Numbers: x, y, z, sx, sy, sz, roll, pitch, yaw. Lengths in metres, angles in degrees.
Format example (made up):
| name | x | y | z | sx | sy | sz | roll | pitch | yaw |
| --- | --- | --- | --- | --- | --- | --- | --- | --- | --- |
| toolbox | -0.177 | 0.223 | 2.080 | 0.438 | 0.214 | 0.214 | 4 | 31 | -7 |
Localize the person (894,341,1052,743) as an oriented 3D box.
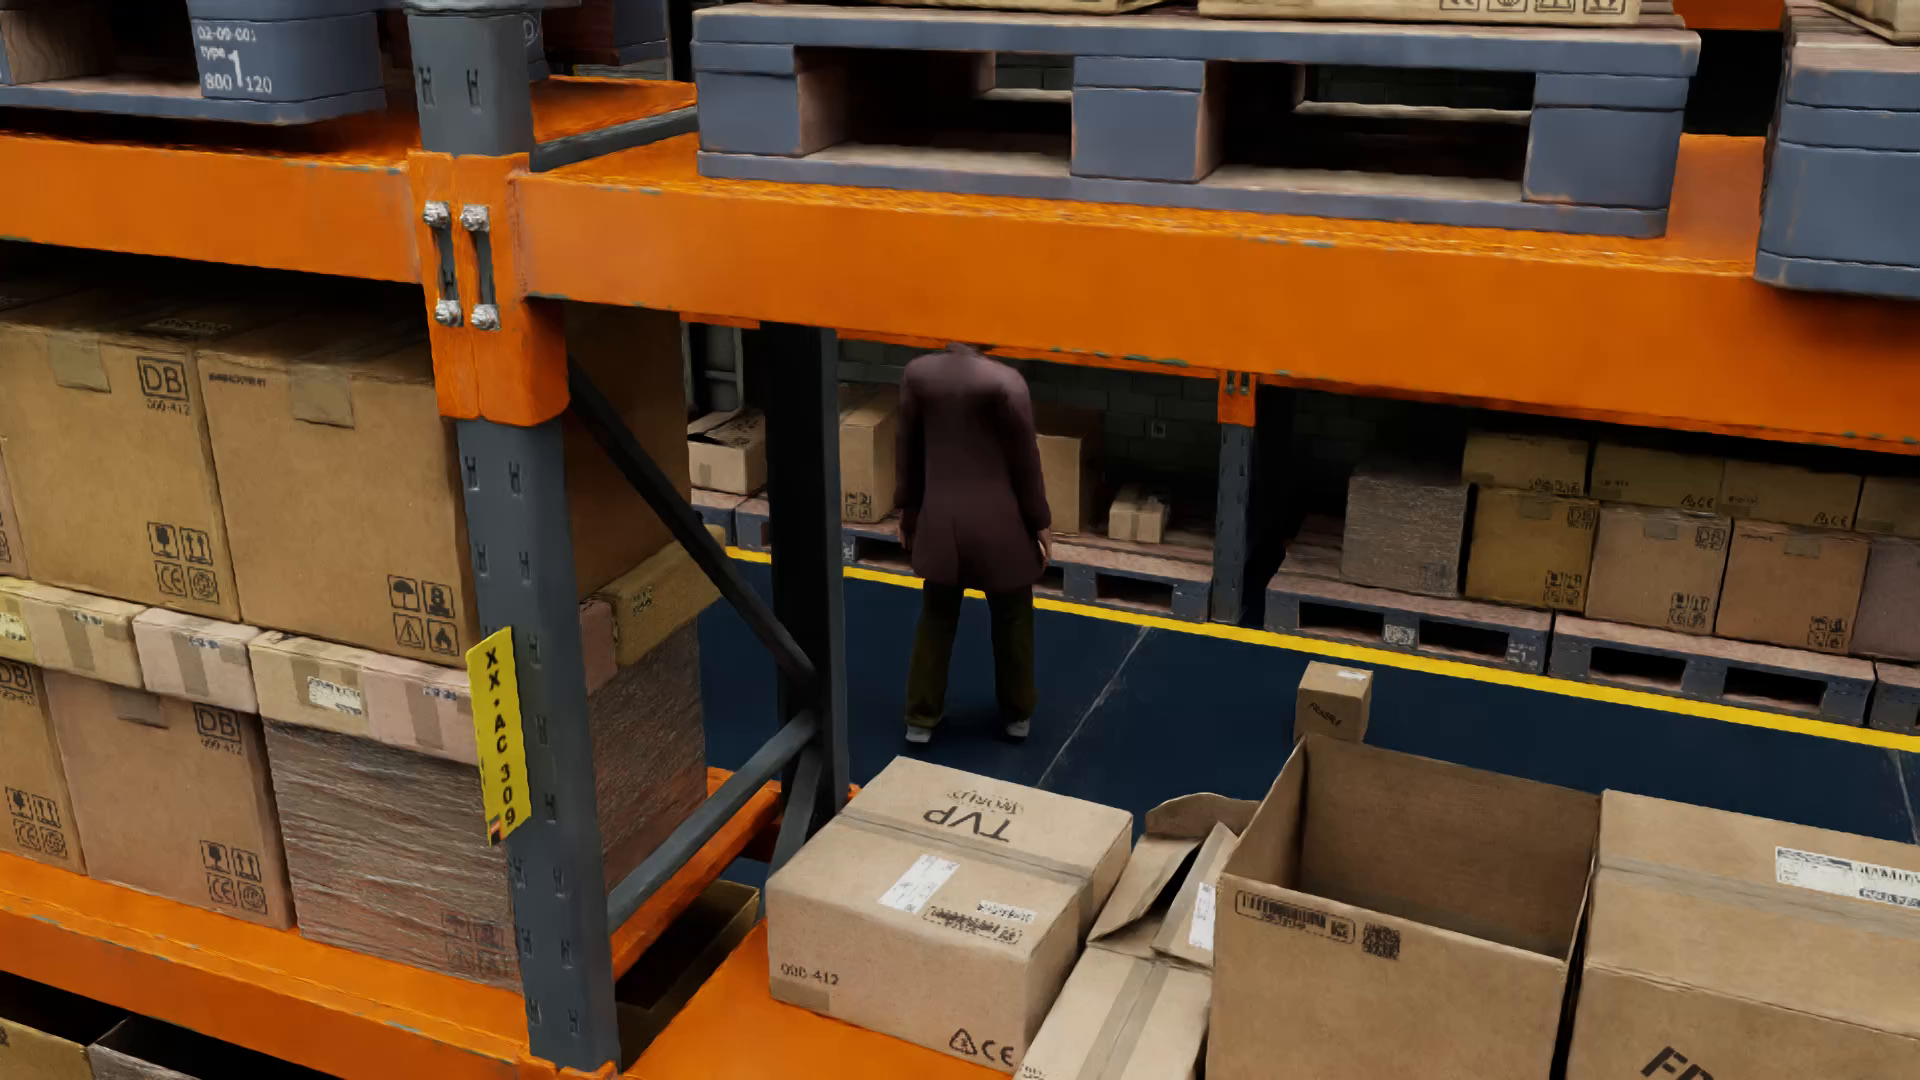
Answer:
| name | x | y | z | sx | sy | sz | roll | pitch | yaw |
| --- | --- | --- | --- | --- | --- | --- | --- | --- | --- |
| person | 0.058 | -0.084 | 6.256 | 0.658 | 1.788 | 0.566 | 13 | 26 | 30 |
